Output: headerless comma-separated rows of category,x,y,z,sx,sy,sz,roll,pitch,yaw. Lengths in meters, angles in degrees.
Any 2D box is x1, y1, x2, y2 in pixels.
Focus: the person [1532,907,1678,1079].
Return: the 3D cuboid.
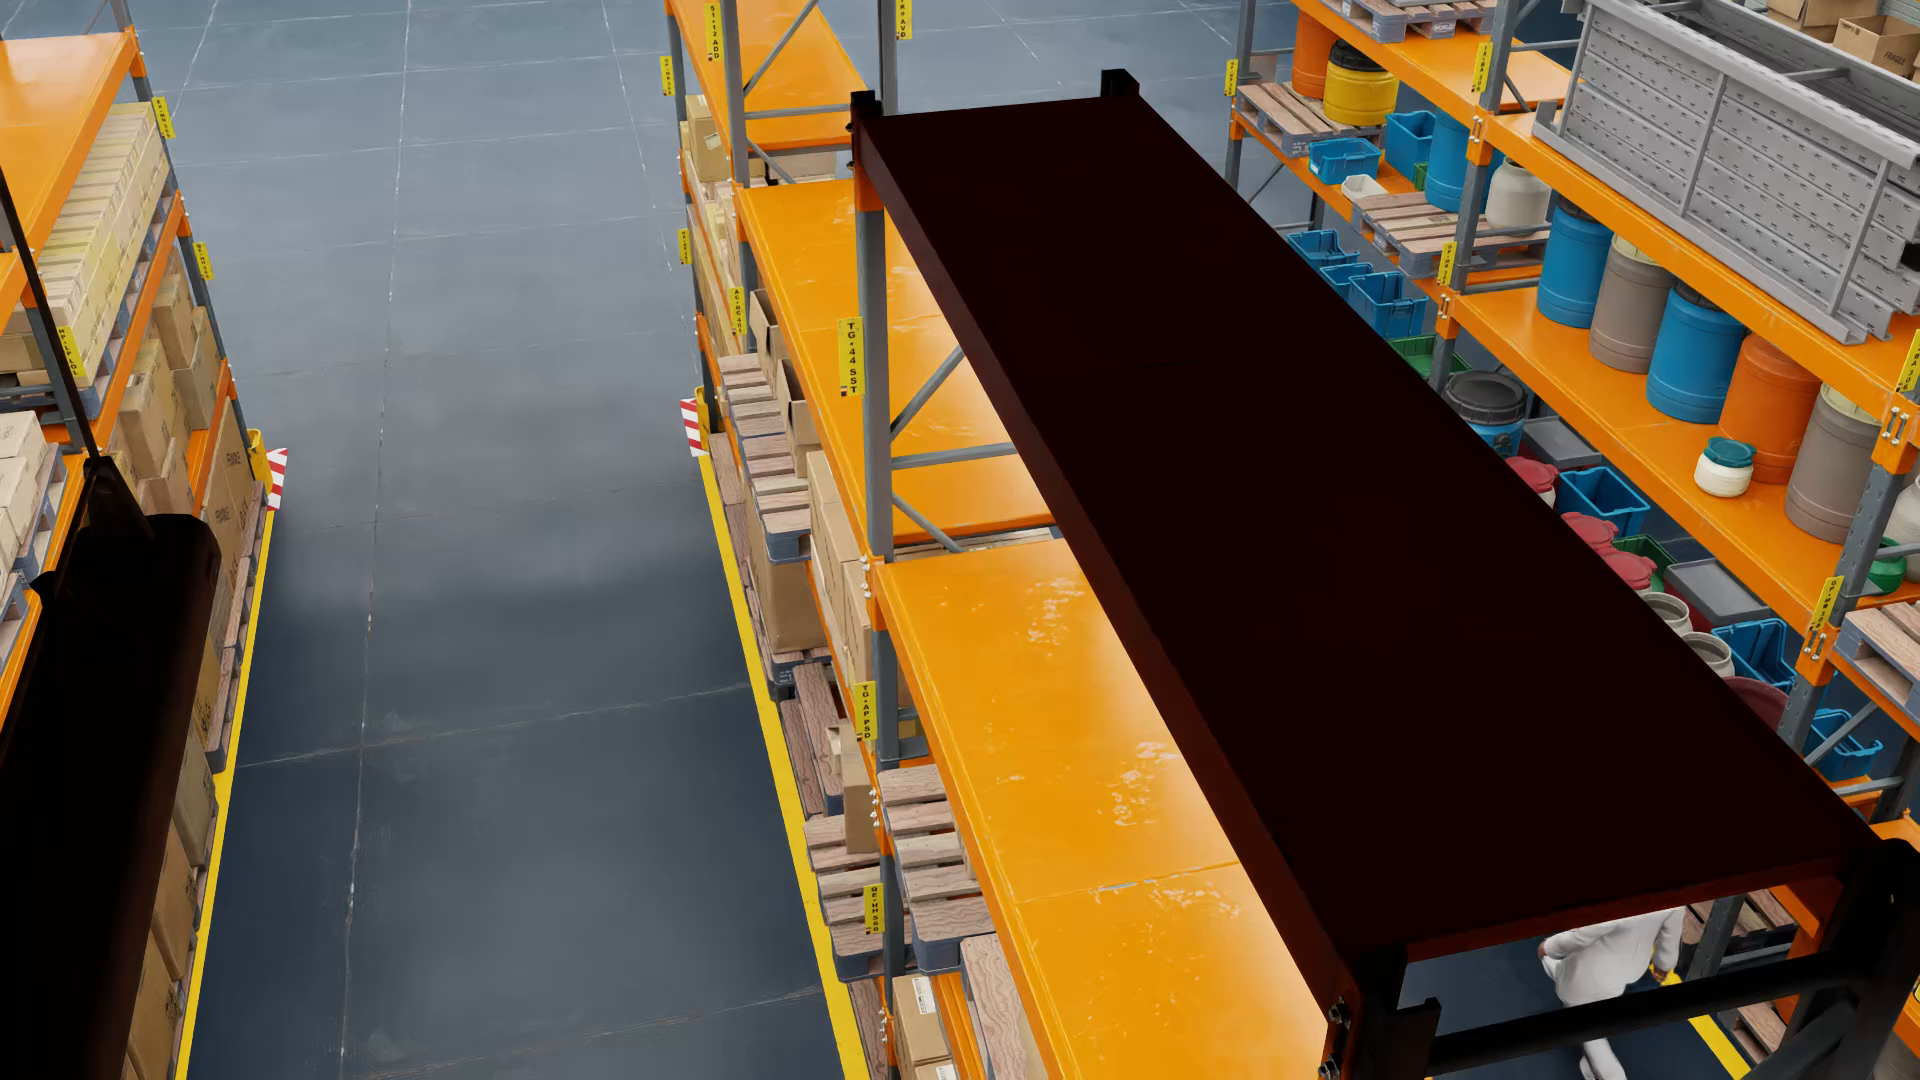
person,3.520,2.146,9.076,0.700,1.600,1.168,-7,35,-11
